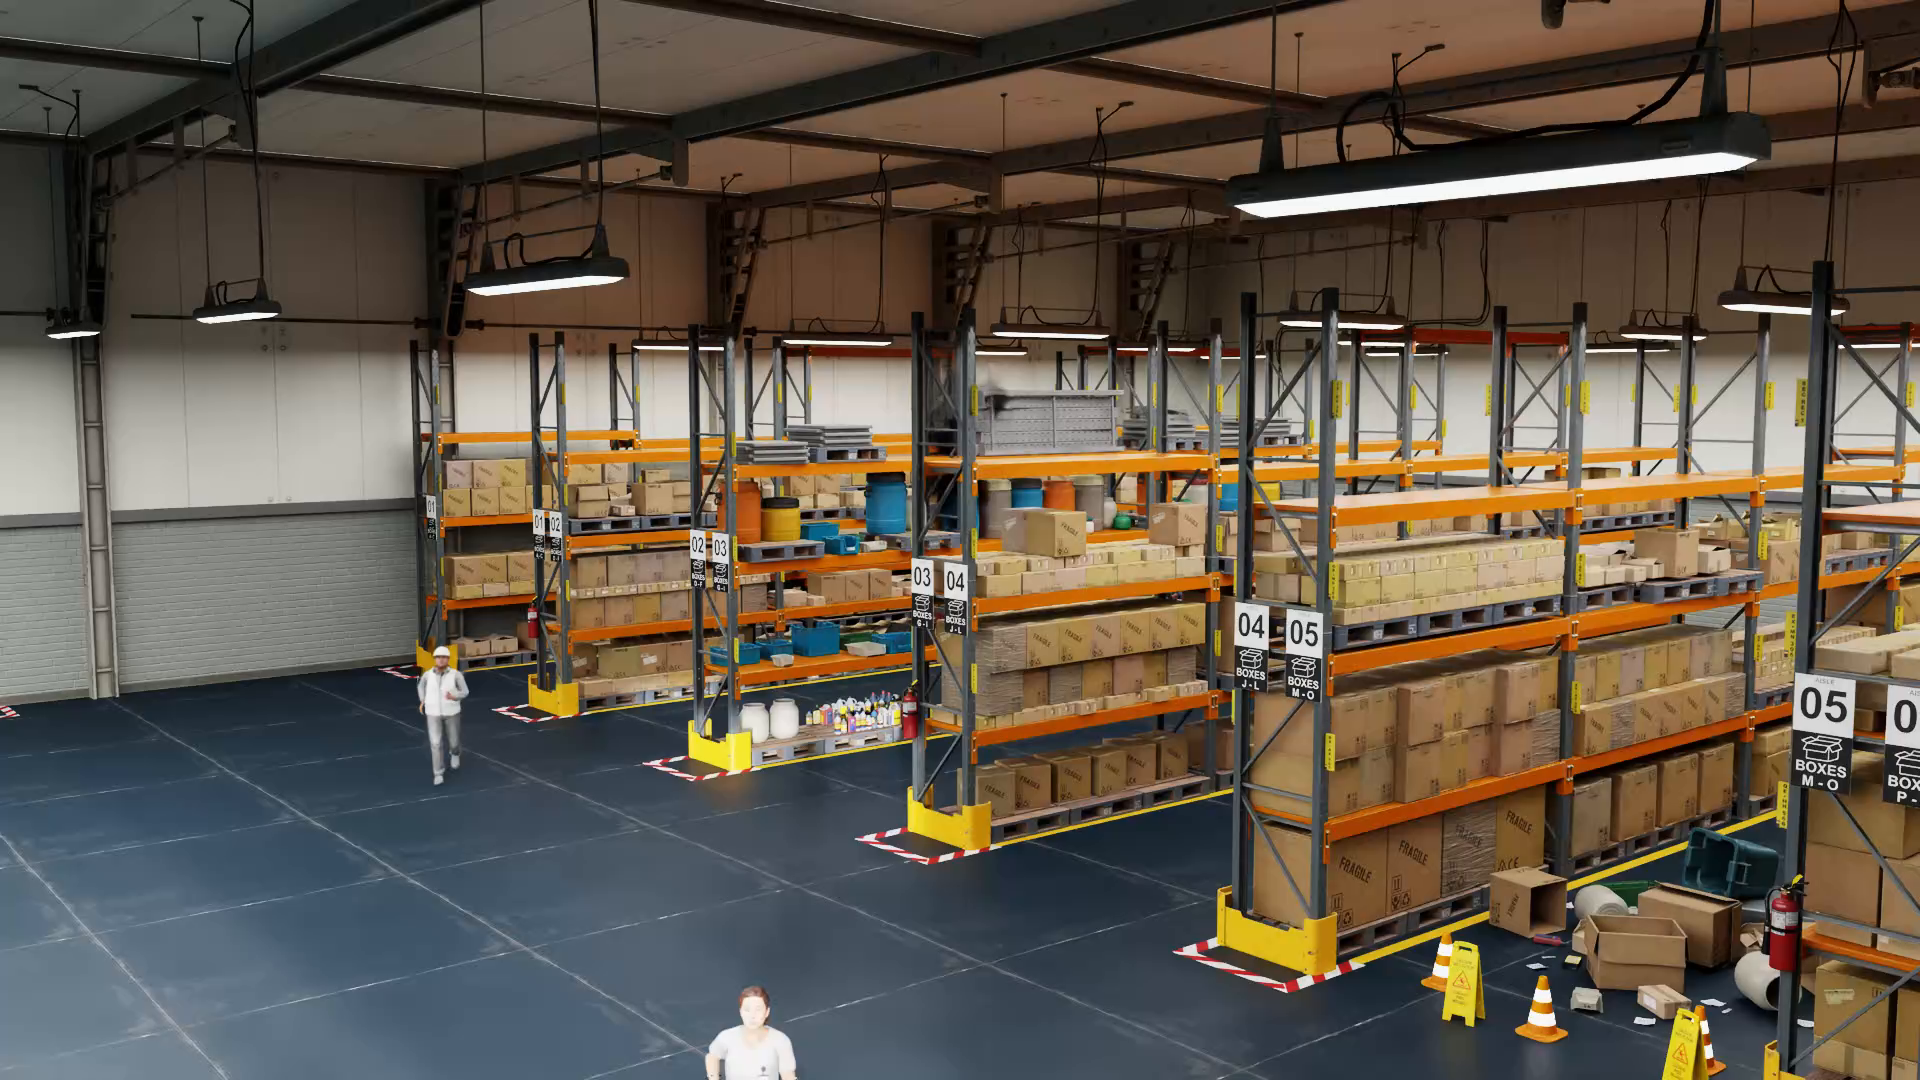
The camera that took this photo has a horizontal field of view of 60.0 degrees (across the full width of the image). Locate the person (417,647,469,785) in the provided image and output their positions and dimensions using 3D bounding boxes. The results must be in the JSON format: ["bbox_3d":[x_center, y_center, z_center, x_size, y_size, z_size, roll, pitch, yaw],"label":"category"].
[{"bbox_3d":[-6.775,2.269,21.790,0.667,1.750,0.919,-1,5,-11],"label":"person"}]

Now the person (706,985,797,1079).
[{"bbox_3d":[-1.227,3.430,9.752,0.541,1.636,0.640,0,5,-5],"label":"person"}]
